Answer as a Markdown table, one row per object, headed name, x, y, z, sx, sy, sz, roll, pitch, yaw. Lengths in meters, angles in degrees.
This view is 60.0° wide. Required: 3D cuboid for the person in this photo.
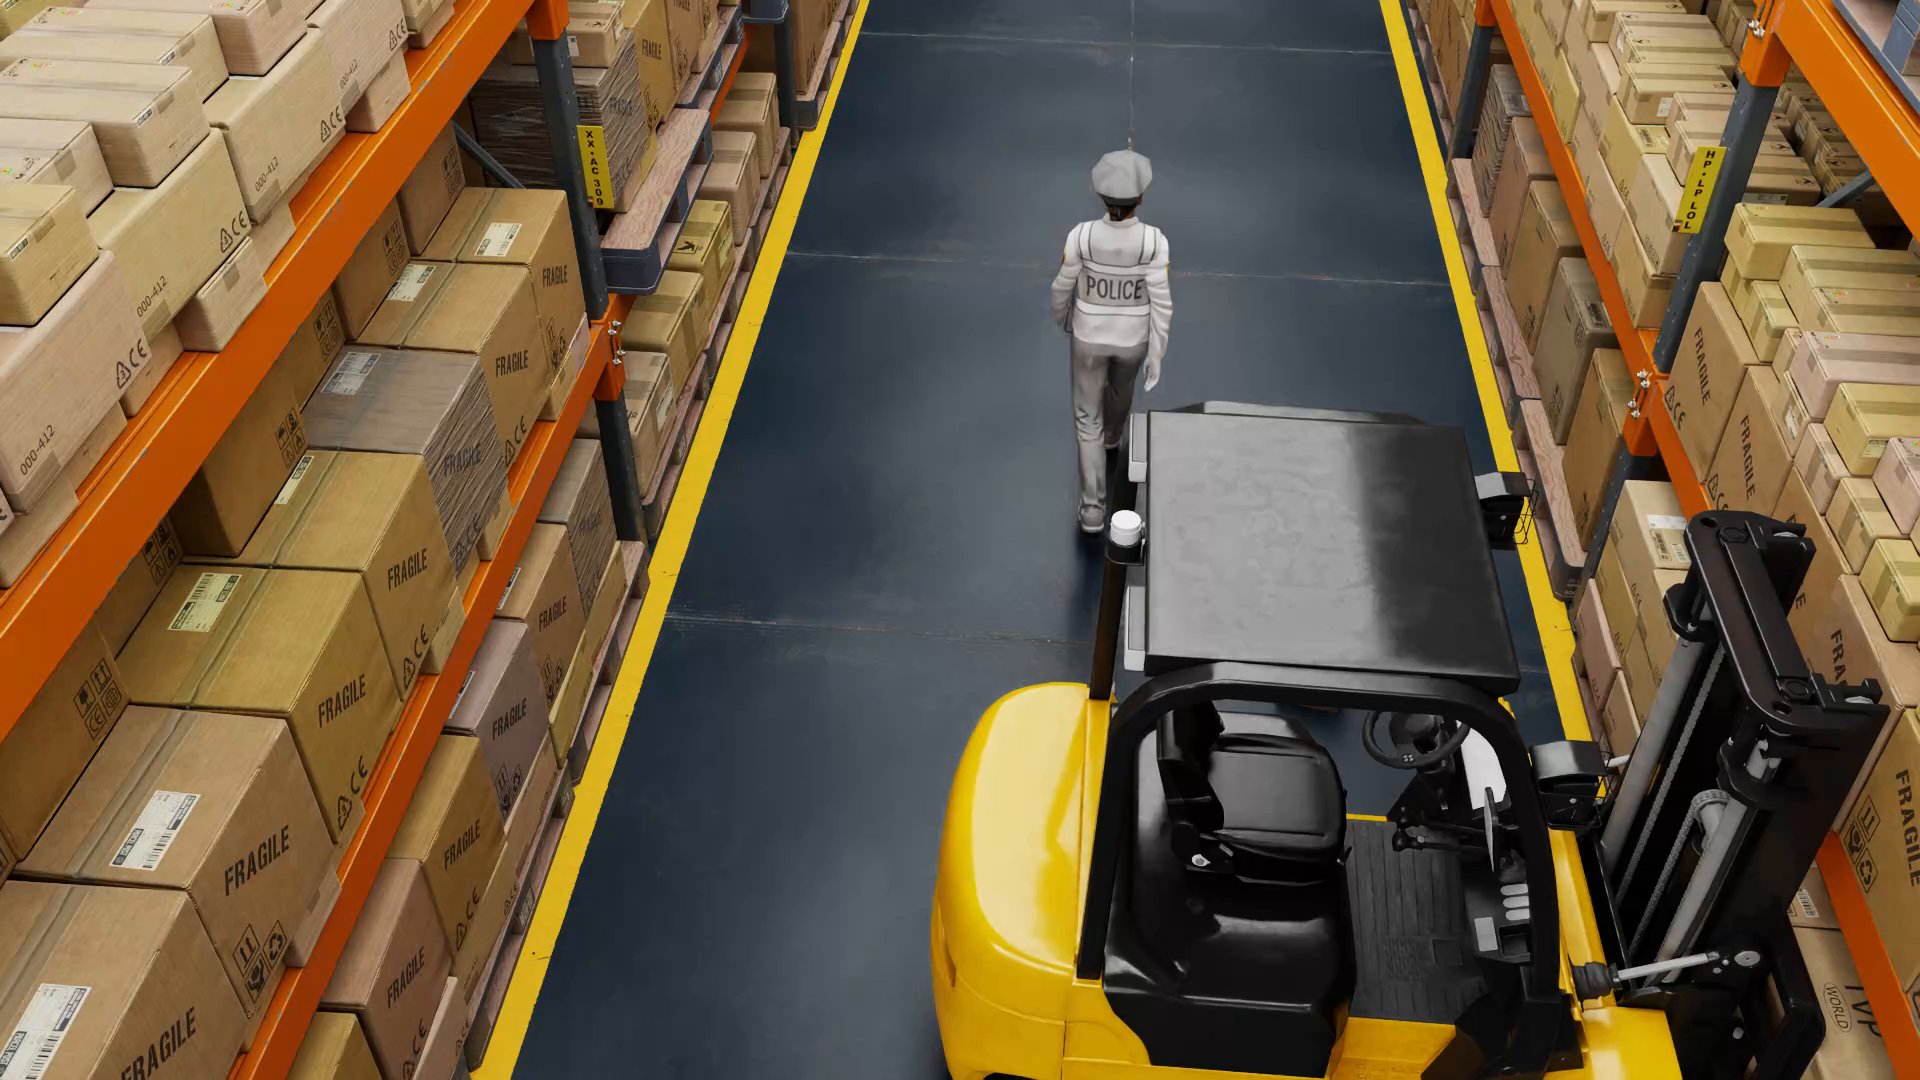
| name | x | y | z | sx | sy | sz | roll | pitch | yaw |
| --- | --- | --- | --- | --- | --- | --- | --- | --- | --- |
| person | 0.643 | -0.907 | 7.206 | 0.507 | 1.628 | 1.015 | 1 | 40 | 1 |
